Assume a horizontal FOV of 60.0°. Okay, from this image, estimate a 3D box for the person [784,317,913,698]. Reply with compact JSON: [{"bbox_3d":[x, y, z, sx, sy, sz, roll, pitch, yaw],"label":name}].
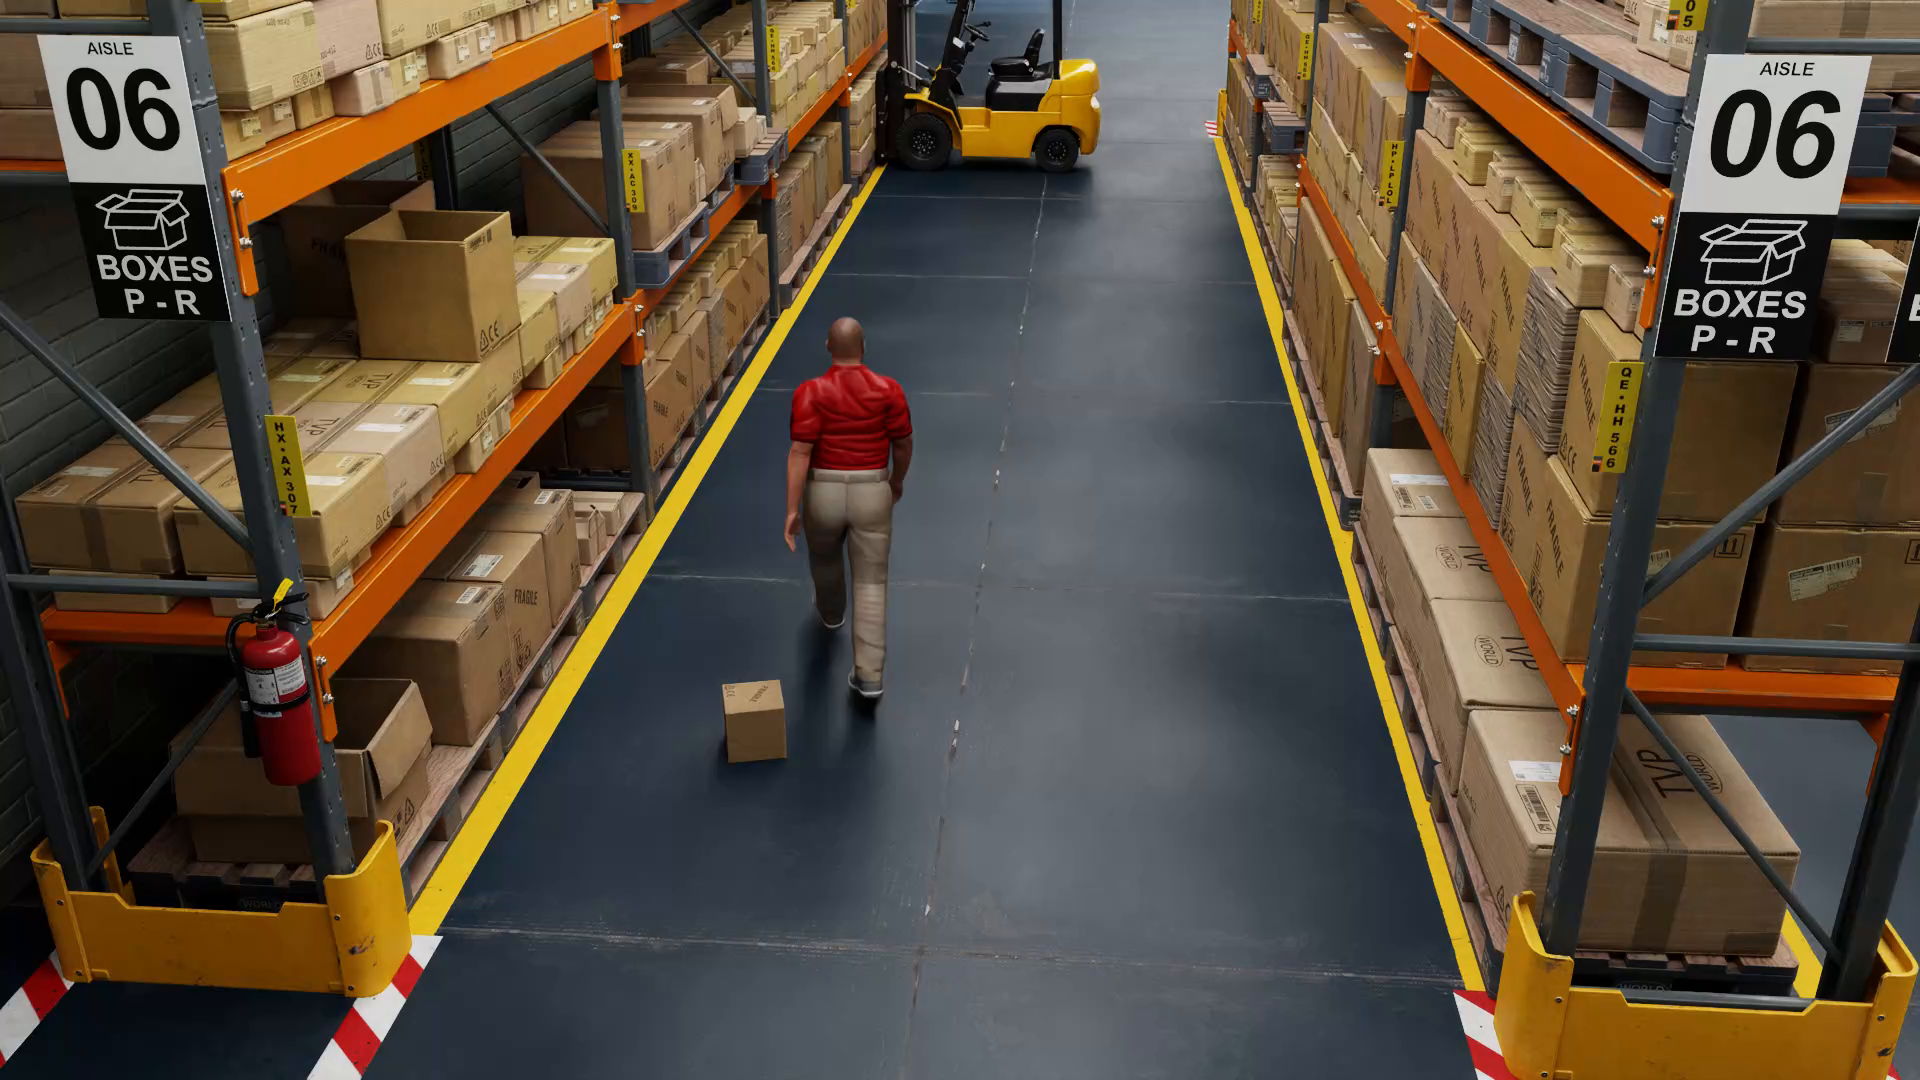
[{"bbox_3d":[-0.500,-0.210,7.596,0.576,1.651,1.113,0,24,-1],"label":"person"}]
